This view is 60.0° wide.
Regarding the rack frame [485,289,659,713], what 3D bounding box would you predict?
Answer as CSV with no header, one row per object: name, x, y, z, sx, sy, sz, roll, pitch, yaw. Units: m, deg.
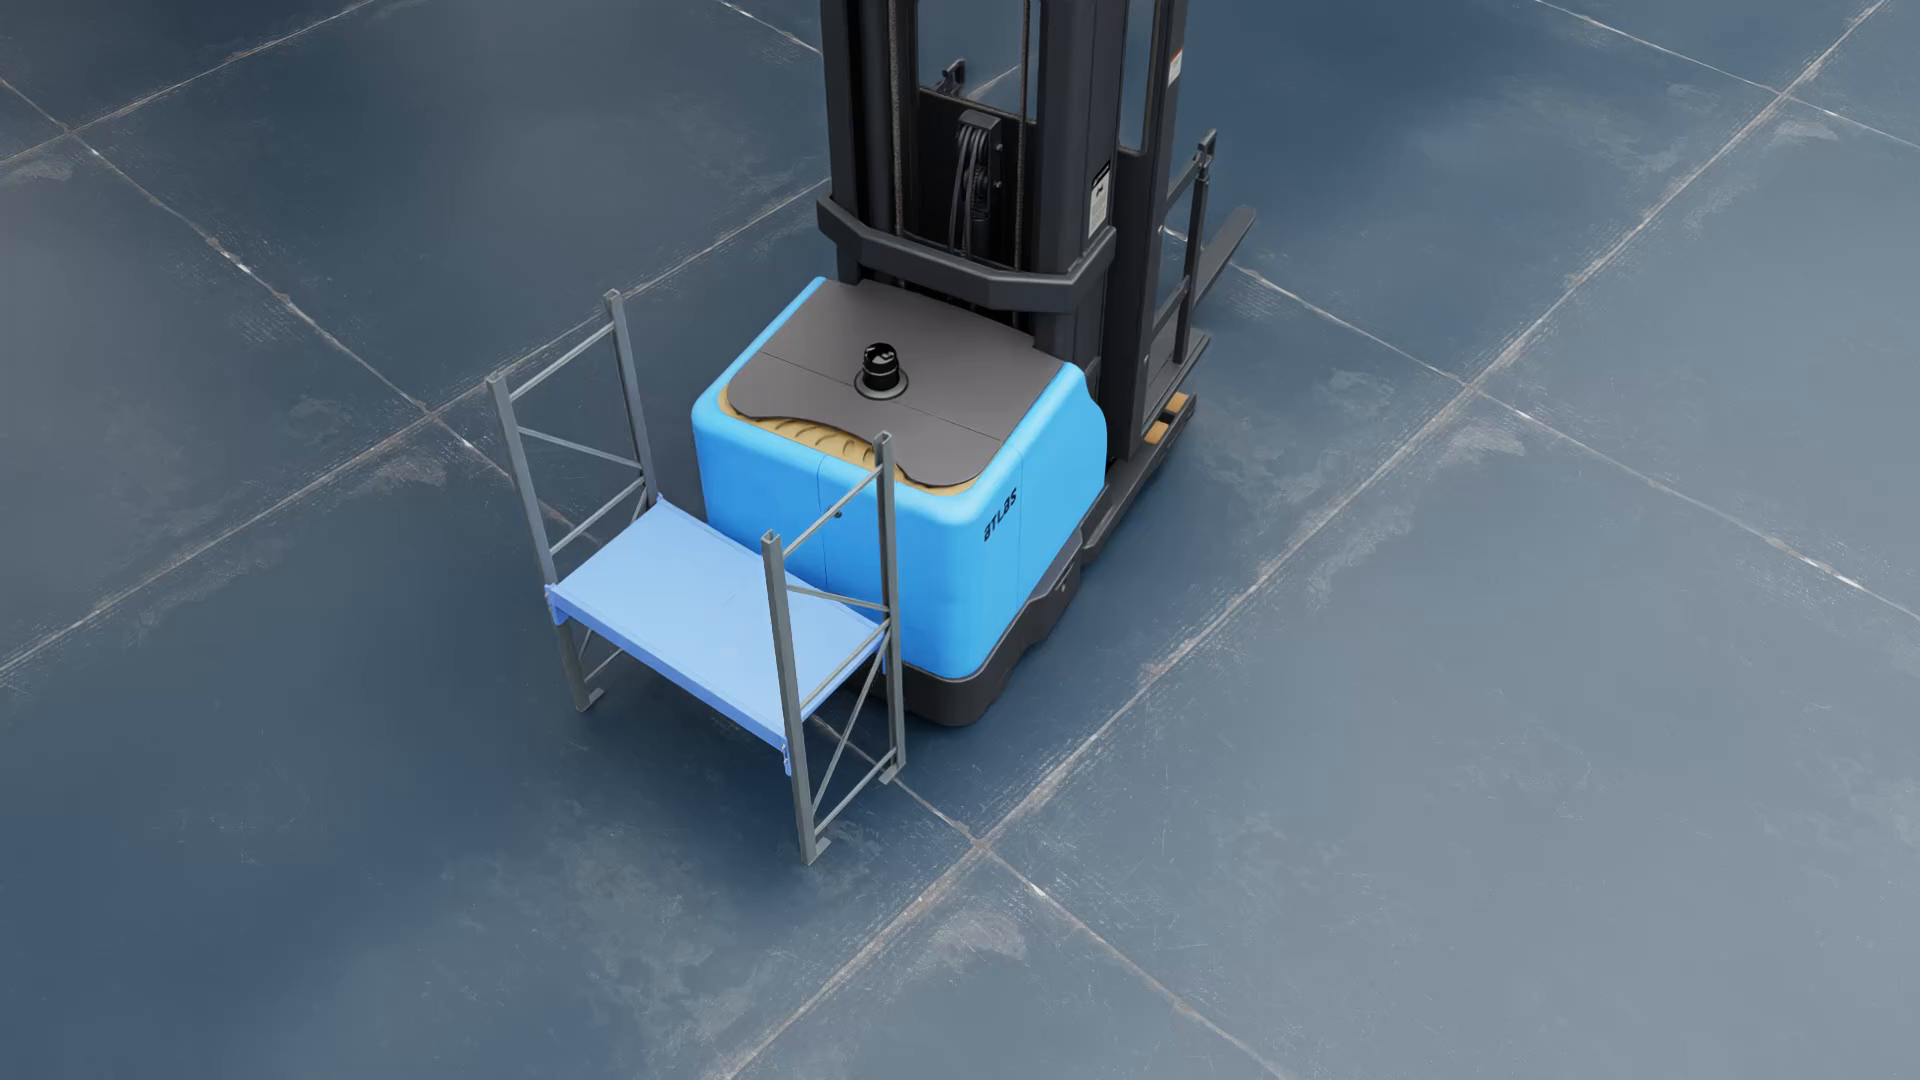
rack frame,-1.157,-0.073,5.289,0.032,1.500,0.500,29,53,24

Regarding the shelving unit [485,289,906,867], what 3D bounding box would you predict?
shelving unit,-0.750,0.149,5.081,1.048,1.500,0.538,29,53,24

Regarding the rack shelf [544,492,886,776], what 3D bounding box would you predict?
rack shelf,-0.750,0.272,5.212,1.000,0.185,0.538,29,53,24

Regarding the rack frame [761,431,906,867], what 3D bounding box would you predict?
rack frame,-0.342,0.371,4.873,0.032,1.500,0.500,29,53,24

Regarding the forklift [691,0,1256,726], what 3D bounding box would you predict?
forklift,0.287,-1.454,5.605,1.130,2.935,3.031,22,50,19
